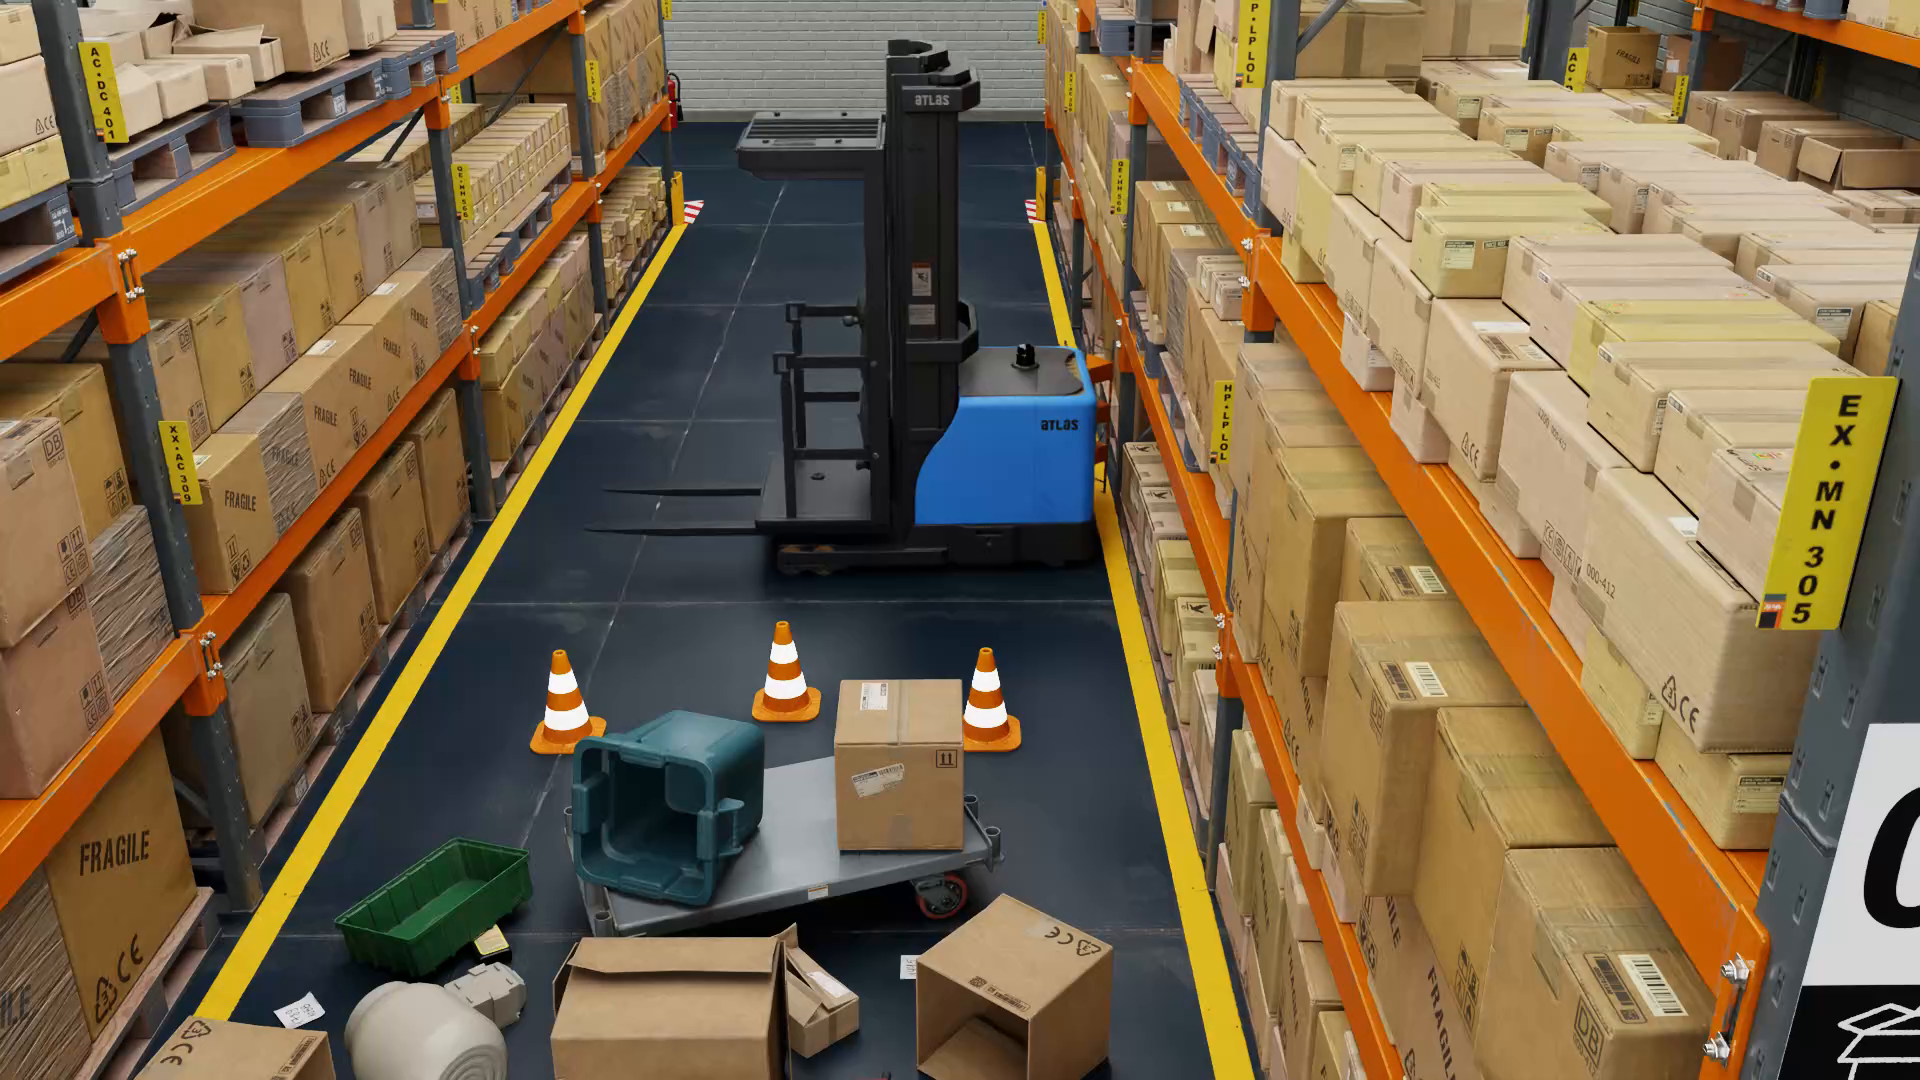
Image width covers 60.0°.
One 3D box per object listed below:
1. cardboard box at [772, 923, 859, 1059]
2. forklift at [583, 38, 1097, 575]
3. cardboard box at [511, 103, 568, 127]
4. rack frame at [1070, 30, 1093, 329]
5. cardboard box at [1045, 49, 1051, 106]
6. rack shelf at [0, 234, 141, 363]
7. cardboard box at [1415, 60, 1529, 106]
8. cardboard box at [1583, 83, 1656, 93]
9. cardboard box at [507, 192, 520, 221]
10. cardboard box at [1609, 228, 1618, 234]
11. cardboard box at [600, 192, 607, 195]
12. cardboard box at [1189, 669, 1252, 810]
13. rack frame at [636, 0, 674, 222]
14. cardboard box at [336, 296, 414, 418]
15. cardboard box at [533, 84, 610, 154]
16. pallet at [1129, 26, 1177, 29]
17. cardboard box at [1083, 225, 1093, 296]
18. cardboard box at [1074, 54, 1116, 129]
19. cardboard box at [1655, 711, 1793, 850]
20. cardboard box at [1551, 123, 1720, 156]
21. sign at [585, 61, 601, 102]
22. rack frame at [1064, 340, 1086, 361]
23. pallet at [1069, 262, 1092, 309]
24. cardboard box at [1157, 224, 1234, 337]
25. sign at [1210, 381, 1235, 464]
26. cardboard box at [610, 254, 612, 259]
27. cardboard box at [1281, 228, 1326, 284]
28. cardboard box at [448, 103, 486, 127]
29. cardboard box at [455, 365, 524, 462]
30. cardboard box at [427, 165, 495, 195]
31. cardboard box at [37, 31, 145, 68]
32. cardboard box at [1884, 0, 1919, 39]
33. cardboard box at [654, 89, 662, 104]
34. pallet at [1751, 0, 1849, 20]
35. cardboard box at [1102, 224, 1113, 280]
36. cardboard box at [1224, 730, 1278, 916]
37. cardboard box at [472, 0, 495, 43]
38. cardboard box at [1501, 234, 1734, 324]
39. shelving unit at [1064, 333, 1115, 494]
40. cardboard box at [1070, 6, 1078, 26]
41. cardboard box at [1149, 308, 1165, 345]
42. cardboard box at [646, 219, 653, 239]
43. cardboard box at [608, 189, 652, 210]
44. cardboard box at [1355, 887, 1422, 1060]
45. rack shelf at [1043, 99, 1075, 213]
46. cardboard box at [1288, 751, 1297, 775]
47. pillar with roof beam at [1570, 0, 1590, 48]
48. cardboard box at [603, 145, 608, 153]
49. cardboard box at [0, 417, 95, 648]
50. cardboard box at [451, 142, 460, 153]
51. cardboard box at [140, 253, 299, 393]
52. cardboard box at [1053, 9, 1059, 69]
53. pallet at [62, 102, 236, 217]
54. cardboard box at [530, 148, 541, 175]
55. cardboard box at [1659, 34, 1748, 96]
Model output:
[{"bbox_3d":[-0.596,1.680,6.214,0.258,0.266,0.396,-19,31,-36],"label":"cardboard box"},{"bbox_3d":[-0.727,-1.350,9.679,3.031,2.935,1.130,-1,24,-1],"label":"forklift"},{"bbox_3d":[-3.295,-3.327,13.040,0.380,0.149,0.250,1,24,2],"label":"cardboard box"},{"bbox_3d":[1.454,-3.208,13.702,1.000,3.000,0.127,0,24,-1],"label":"rack frame"},{"bbox_3d":[1.129,-4.702,16.886,0.500,0.500,0.500,0,24,-1],"label":"cardboard box"},{"bbox_3d":[-3.385,-0.062,3.980,1.077,0.370,4.000,0,24,-1],"label":"rack shelf"},{"bbox_3d":[1.936,-1.644,6.276,0.500,0.250,0.500,-1,24,-2],"label":"cardboard box"},{"bbox_3d":[6.151,-4.132,15.566,0.500,0.250,0.500,-1,24,-2],"label":"cardboard box"},{"bbox_3d":[-3.270,-2.304,11.500,0.380,0.149,0.250,0,24,0],"label":"cardboard box"},{"bbox_3d":[1.813,-0.746,4.441,0.500,0.250,0.500,-1,24,-1],"label":"cardboard box"},{"bbox_3d":[-3.751,-3.389,16.693,0.380,0.149,0.250,0,24,0],"label":"cardboard box"},{"bbox_3d":[1.533,0.879,7.347,0.950,0.372,0.625,0,24,0],"label":"cardboard box"},{"bbox_3d":[-3.538,-4.792,17.206,1.000,3.000,0.127,0,24,-1],"label":"rack frame"},{"bbox_3d":[-3.168,-0.945,8.579,0.500,0.500,0.500,-1,24,-1],"label":"cardboard box"},{"bbox_3d":[-3.248,-3.530,13.933,0.500,0.500,0.500,-1,24,-2],"label":"cardboard box"},{"bbox_3d":[1.423,-3.566,11.084,1.003,0.211,1.213,1,24,2],"label":"pallet"},{"bbox_3d":[1.555,-2.491,14.717,0.875,0.438,0.875,-1,24,-1],"label":"cardboard box"},{"bbox_3d":[1.172,-3.526,13.072,0.500,0.500,0.500,0,24,0],"label":"cardboard box"},{"bbox_3d":[1.302,0.339,2.525,0.380,0.149,0.250,0,24,0],"label":"cardboard box"},{"bbox_3d":[1.890,-1.076,4.687,0.380,0.149,0.250,0,24,1],"label":"cardboard box"},{"bbox_3d":[-2.939,-3.675,13.331,0.100,0.325,0.005,0,24,-1],"label":"sign"},{"bbox_3d":[0.710,-0.750,10.626,0.008,1.050,0.200,-18,32,-35],"label":"rack frame"},{"bbox_3d":[1.524,-2.251,14.971,1.003,0.211,1.213,0,24,-1],"label":"pallet"},{"bbox_3d":[1.297,-1.312,8.519,0.500,0.500,0.500,0,24,0],"label":"cardboard box"},{"bbox_3d":[0.987,-0.435,6.166,0.100,0.325,0.005,0,24,-1],"label":"sign"},{"bbox_3d":[-3.310,-2.527,14.786,0.380,0.149,0.250,0,24,-1],"label":"cardboard box"},{"bbox_3d":[1.244,-0.926,5.322,0.380,0.149,0.250,0,24,-1],"label":"cardboard box"},{"bbox_3d":[-3.950,-3.327,13.040,0.380,0.149,0.250,1,24,2],"label":"cardboard box"},{"bbox_3d":[-3.203,-0.841,10.992,0.500,0.500,0.500,-1,24,-3],"label":"cardboard box"},{"bbox_3d":[-3.268,-2.356,10.892,0.380,0.149,0.250,-1,24,-3],"label":"cardboard box"},{"bbox_3d":[-3.641,-1.890,6.701,0.500,0.250,0.500,0,24,-1],"label":"cardboard box"},{"bbox_3d":[6.207,-3.299,10.447,0.500,0.250,0.500,0,24,0],"label":"cardboard box"},{"bbox_3d":[-3.252,-4.545,16.963,0.380,0.149,0.250,0,24,0],"label":"cardboard box"},{"bbox_3d":[6.369,-3.816,11.636,1.213,0.211,1.003,0,24,-1],"label":"pallet"},{"bbox_3d":[1.211,-1.909,11.013,0.500,0.250,0.500,0,24,0],"label":"cardboard box"},{"bbox_3d":[1.278,1.053,6.199,0.500,0.500,0.500,1,24,2],"label":"cardboard box"},{"bbox_3d":[-3.203,-3.350,10.257,0.500,0.500,0.500,0,24,-1],"label":"cardboard box"},{"bbox_3d":[1.377,-0.542,3.505,0.380,0.149,0.250,-1,24,-2],"label":"cardboard box"},{"bbox_3d":[0.805,-0.782,10.696,0.252,1.050,0.215,-18,32,-35],"label":"shelving unit"},{"bbox_3d":[1.182,-4.657,14.785,0.380,0.149,0.250,-1,24,-2],"label":"cardboard box"},{"bbox_3d":[1.224,-1.159,8.967,0.380,0.149,0.250,0,24,0],"label":"cardboard box"},{"bbox_3d":[-3.222,-3.047,16.298,0.380,0.149,0.250,-1,24,-3],"label":"cardboard box"},{"bbox_3d":[-3.206,-3.311,16.159,0.380,0.149,0.250,1,24,1],"label":"cardboard box"},{"bbox_3d":[1.301,0.921,4.091,0.500,0.500,0.500,0,24,-1],"label":"cardboard box"},{"bbox_3d":[1.432,-3.704,15.673,1.077,0.370,4.000,0,24,-1],"label":"rack shelf"},{"bbox_3d":[1.280,0.650,5.478,0.380,0.149,0.250,0,24,1],"label":"cardboard box"},{"bbox_3d":[2.941,-8.709,18.586,9.100,9.000,0.400,0,24,-1],"label":"pillar with roof beam"},{"bbox_3d":[-3.300,-3.475,14.599,0.380,0.149,0.250,-1,24,-3],"label":"cardboard box"},{"bbox_3d":[-3.315,-0.029,5.183,0.875,0.550,0.550,0,24,-1],"label":"cardboard box"},{"bbox_3d":[-3.939,-2.872,12.394,0.380,0.149,0.250,-1,24,-3],"label":"cardboard box"},{"bbox_3d":[-3.431,-0.973,7.427,0.700,0.500,0.500,0,24,0],"label":"cardboard box"},{"bbox_3d":[1.157,-4.733,15.740,0.500,0.500,0.500,0,24,-1],"label":"cardboard box"},{"bbox_3d":[-3.466,-1.504,6.529,0.805,0.209,1.217,-1,24,-3],"label":"pallet"},{"bbox_3d":[-3.280,-2.763,12.152,0.380,0.149,0.250,-1,24,-3],"label":"cardboard box"},{"bbox_3d":[6.667,-4.255,14.930,0.500,0.500,0.500,-1,24,-2],"label":"cardboard box"}]
